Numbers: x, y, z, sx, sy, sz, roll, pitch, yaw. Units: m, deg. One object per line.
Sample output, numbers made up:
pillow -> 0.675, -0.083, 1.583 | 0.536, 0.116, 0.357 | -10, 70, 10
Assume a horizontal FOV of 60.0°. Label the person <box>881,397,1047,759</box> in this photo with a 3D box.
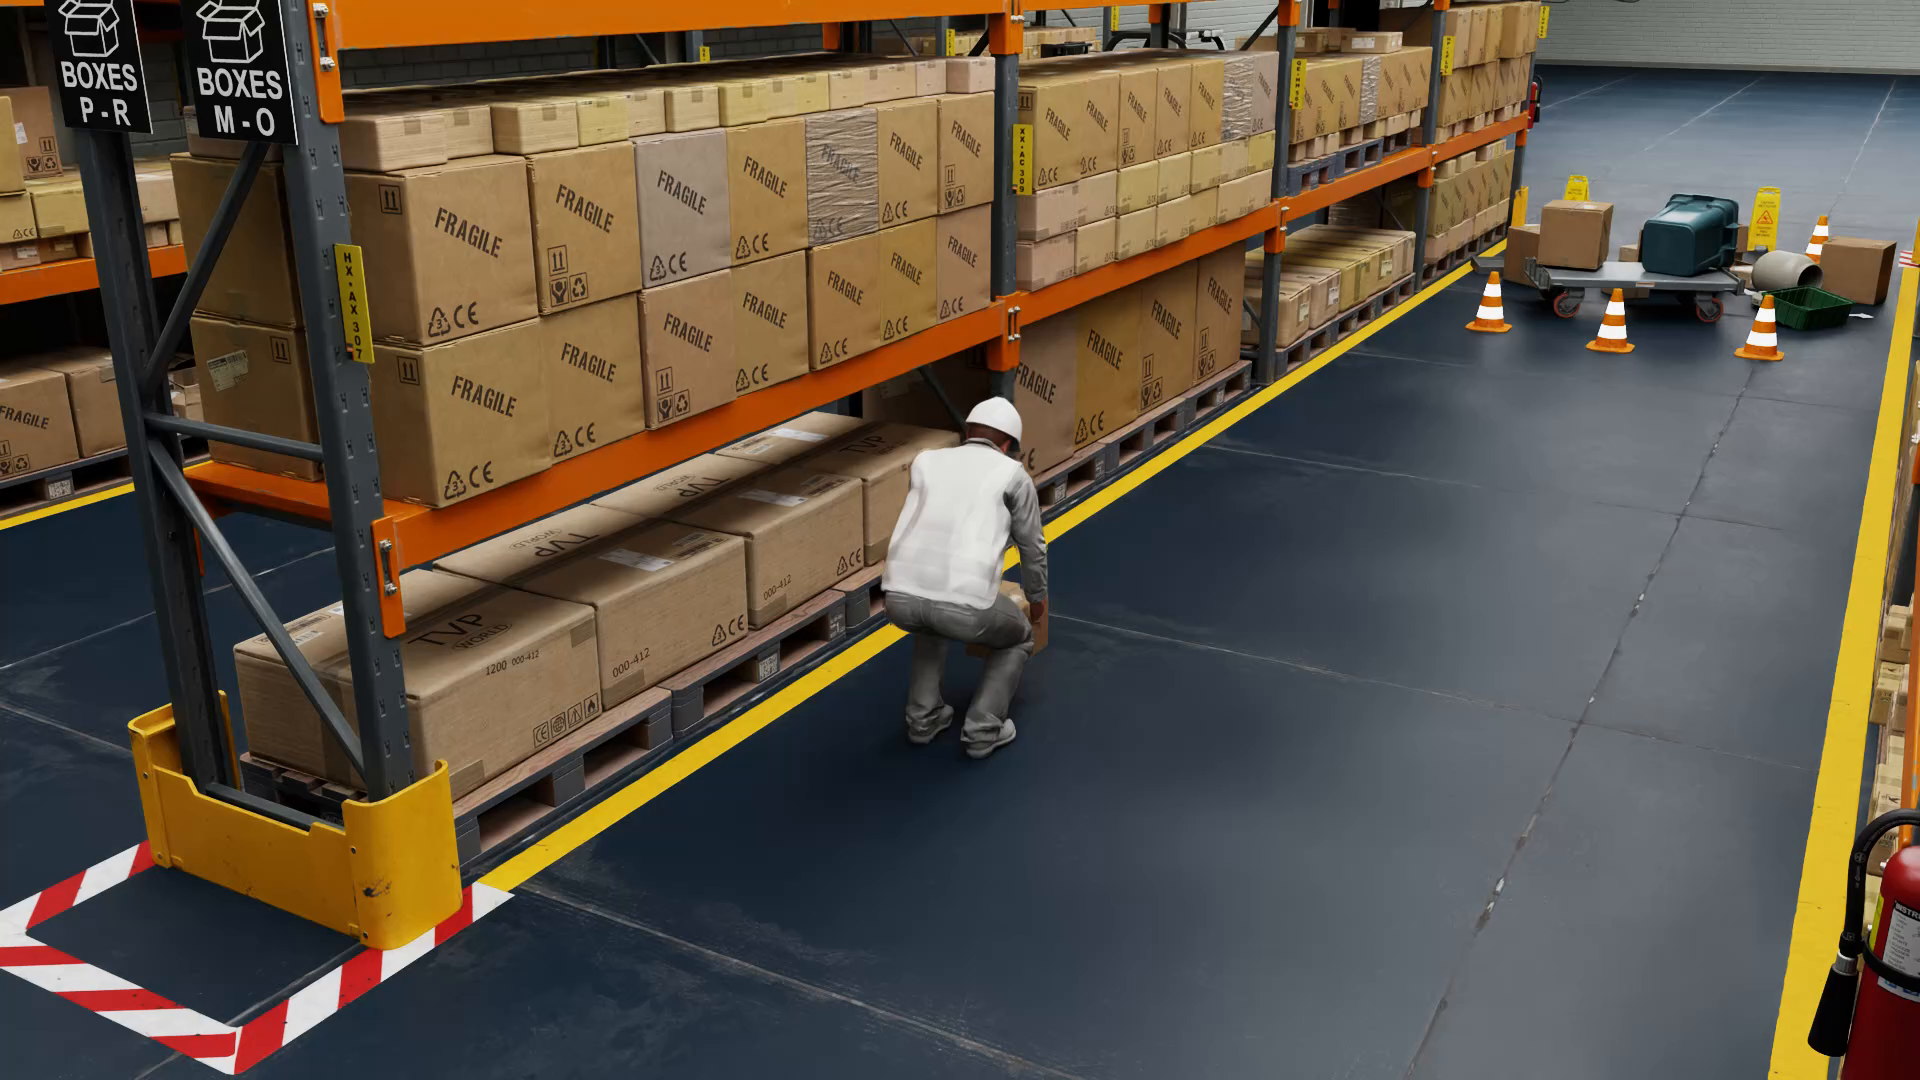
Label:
person -> 0.003, 0.140, 6.385 | 0.583, 1.276, 0.829 | 10, 22, 27
